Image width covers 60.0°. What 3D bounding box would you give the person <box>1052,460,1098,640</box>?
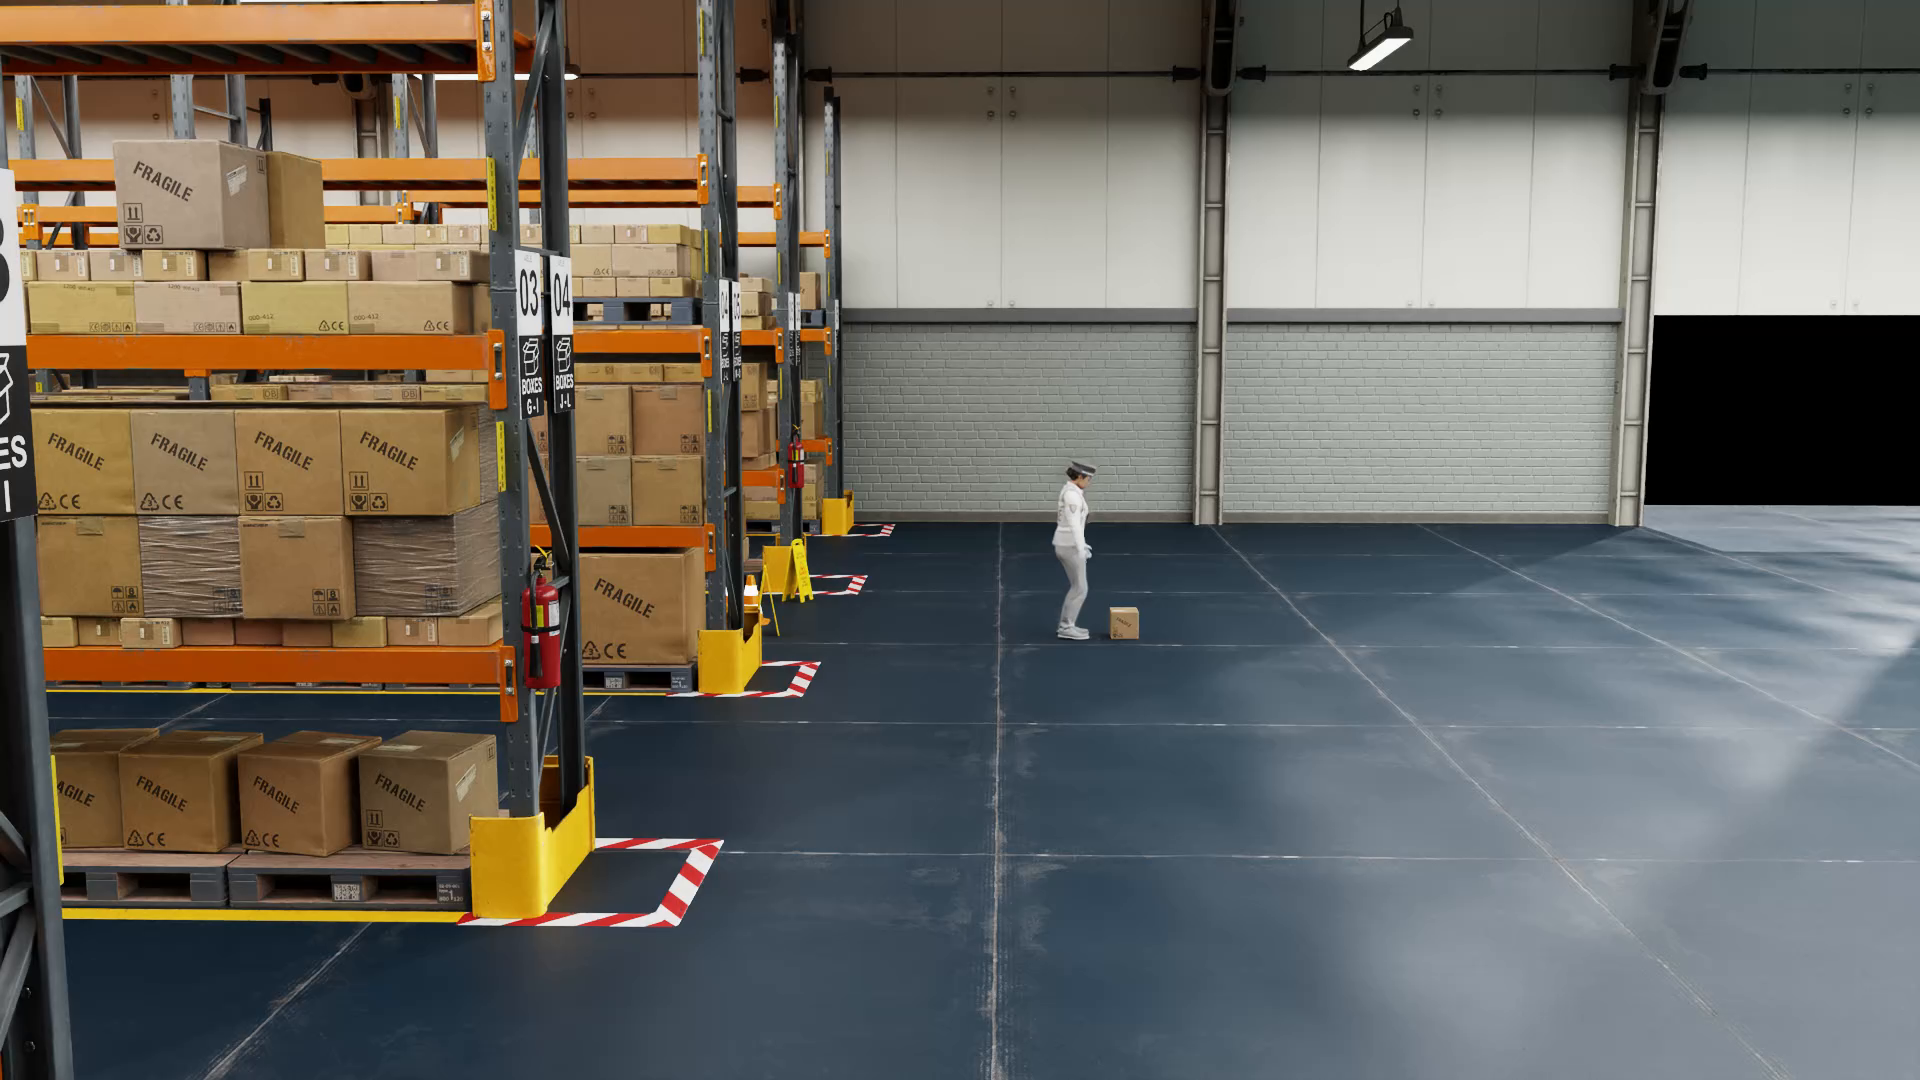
[{"bbox_3d":[1.053,0.082,15.274,0.412,1.642,0.492,0,7,3],"label":"person"}]
